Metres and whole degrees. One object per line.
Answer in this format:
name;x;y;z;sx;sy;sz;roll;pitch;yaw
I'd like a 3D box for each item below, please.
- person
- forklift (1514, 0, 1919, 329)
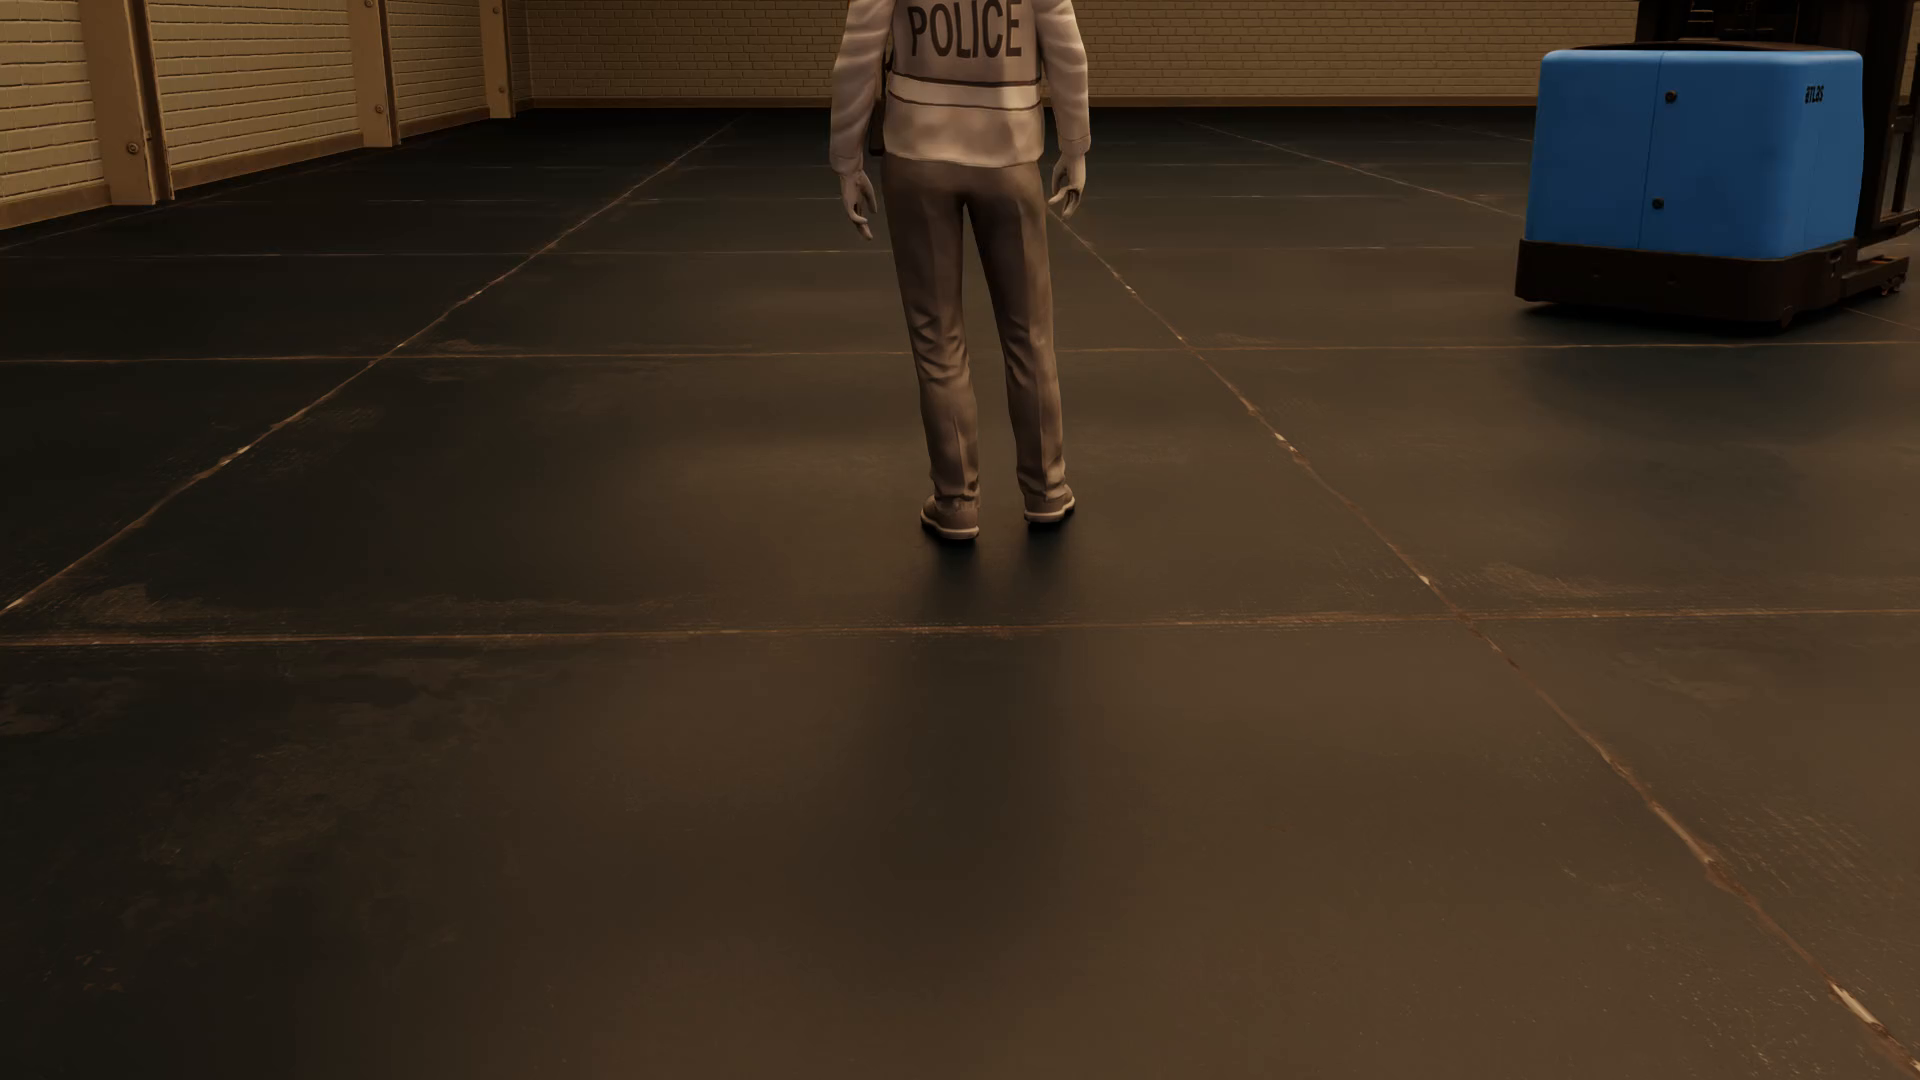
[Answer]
person;0.003;-0.837;3.734;0.587;1.695;0.531;-1;17;-3
forklift;3.719;-2.588;7.369;1.130;2.935;3.031;15;22;40
